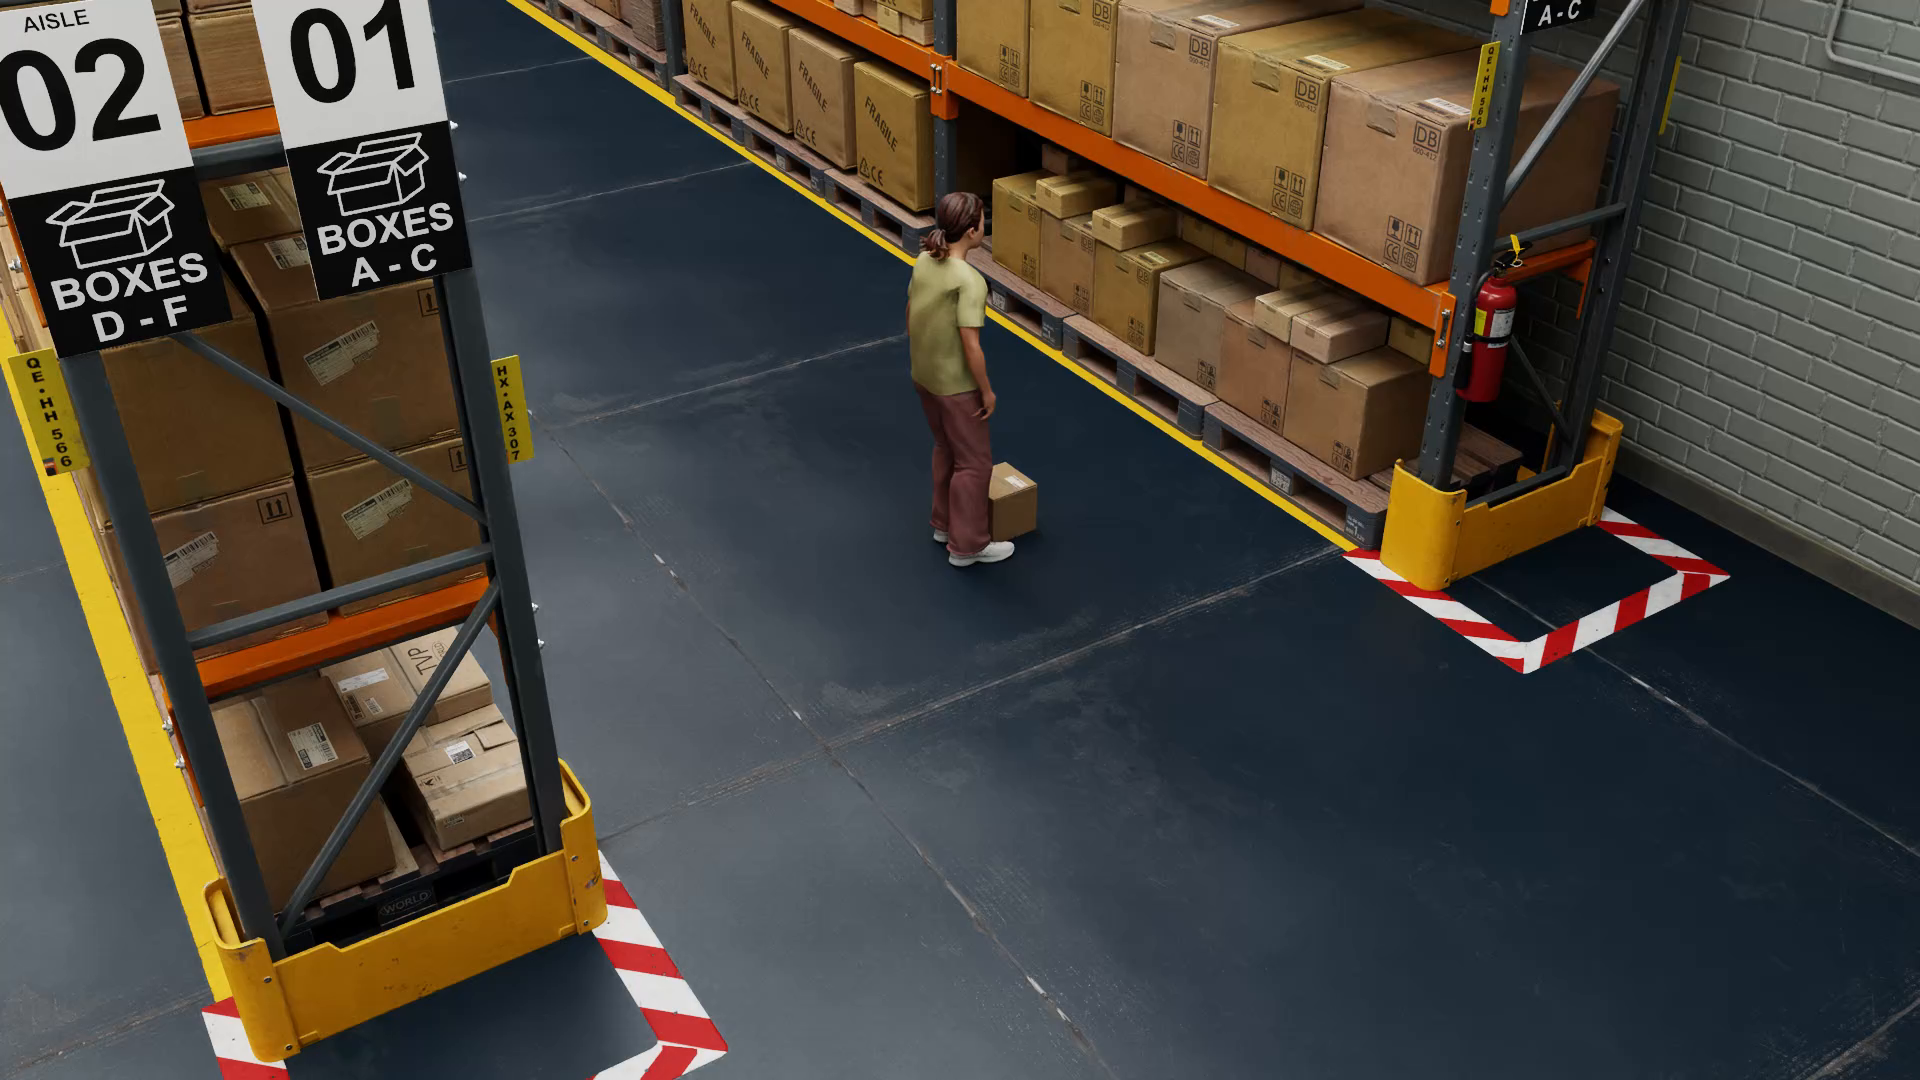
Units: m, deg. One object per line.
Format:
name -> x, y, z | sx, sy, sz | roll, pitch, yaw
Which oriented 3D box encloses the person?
person -> 0.000, -0.702, 7.232 | 0.408, 1.673, 0.519 | -21, 38, -29
